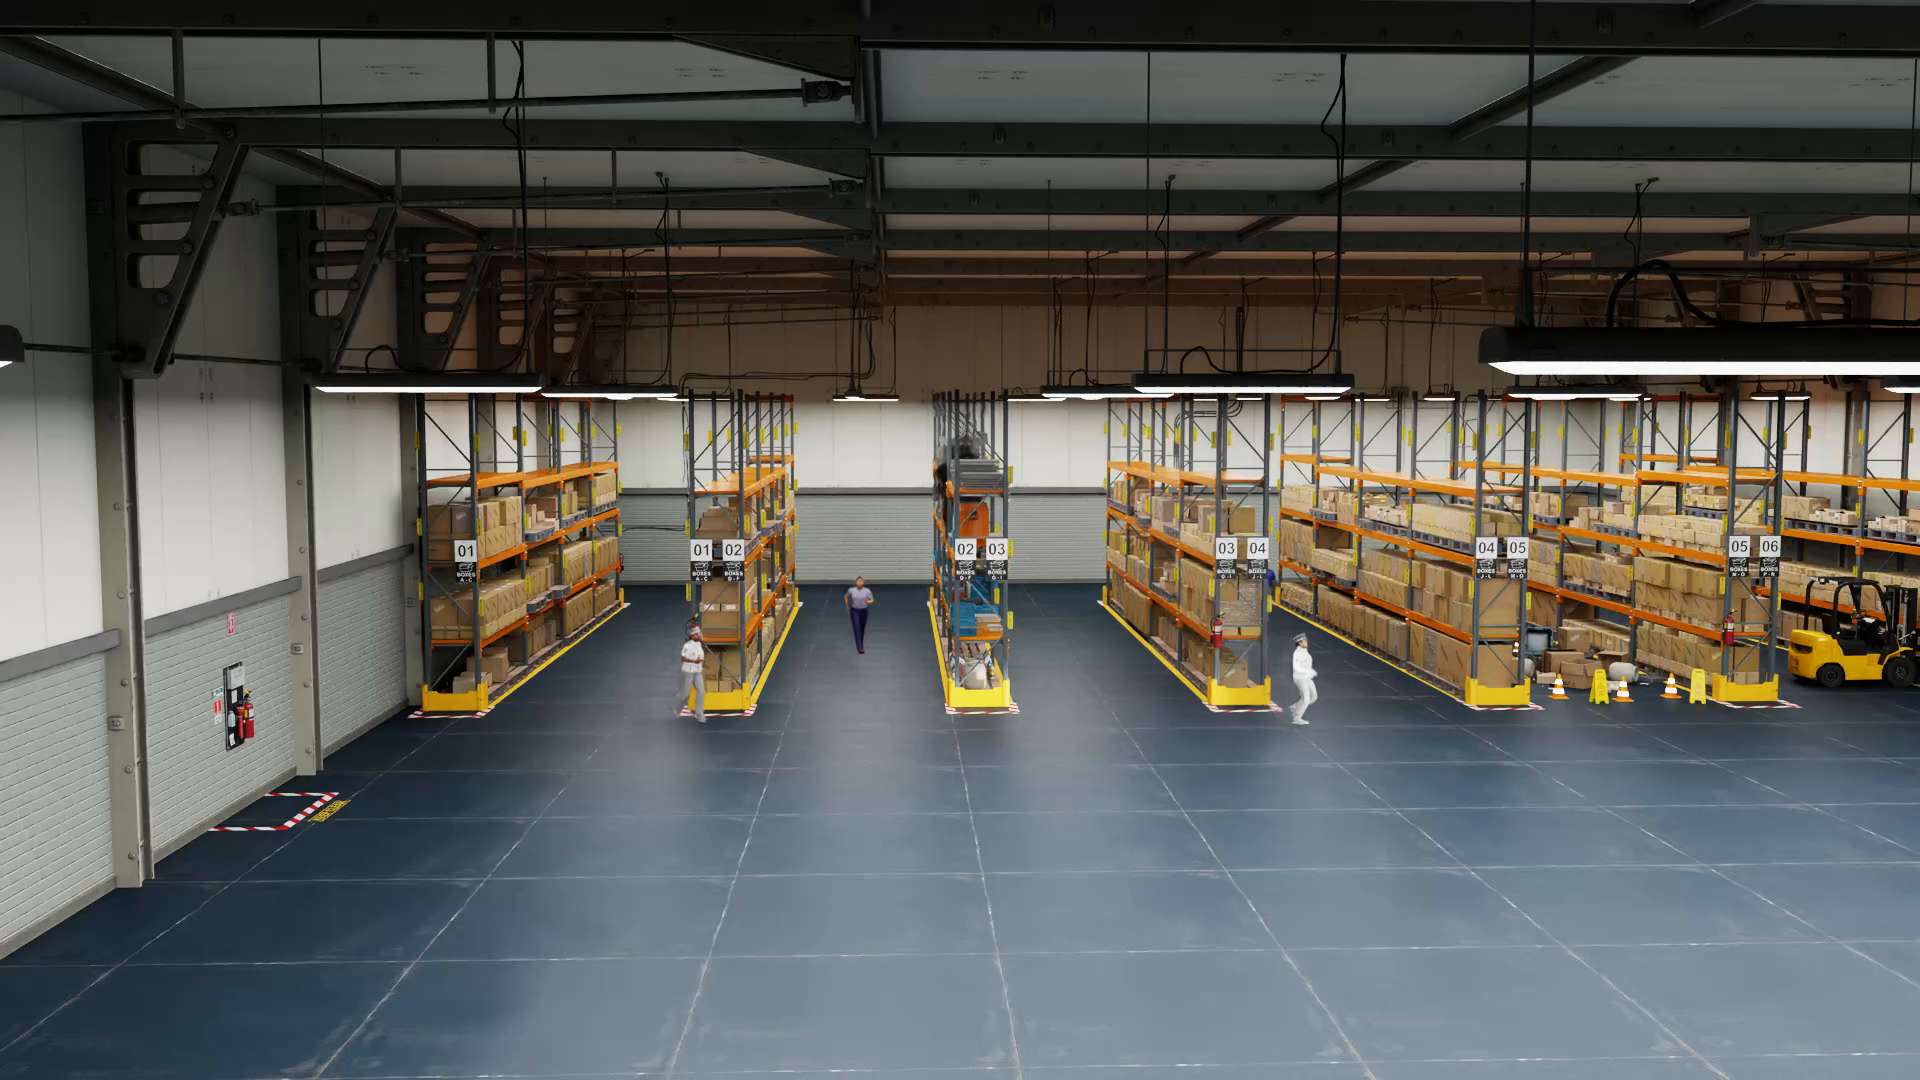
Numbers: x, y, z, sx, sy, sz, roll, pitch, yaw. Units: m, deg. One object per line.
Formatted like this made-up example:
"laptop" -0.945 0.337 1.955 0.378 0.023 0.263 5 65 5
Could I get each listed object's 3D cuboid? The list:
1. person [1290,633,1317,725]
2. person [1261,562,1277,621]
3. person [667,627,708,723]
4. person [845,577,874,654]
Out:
"person" 6.150 2.474 29.697 0.558 1.651 0.607 3 5 29
"person" 8.113 1.329 44.038 0.573 1.600 0.584 0 5 -3
"person" -4.878 2.419 30.179 0.852 1.722 0.590 3 5 31
"person" -2.191 1.644 36.368 0.605 1.698 0.870 -1 5 -14
